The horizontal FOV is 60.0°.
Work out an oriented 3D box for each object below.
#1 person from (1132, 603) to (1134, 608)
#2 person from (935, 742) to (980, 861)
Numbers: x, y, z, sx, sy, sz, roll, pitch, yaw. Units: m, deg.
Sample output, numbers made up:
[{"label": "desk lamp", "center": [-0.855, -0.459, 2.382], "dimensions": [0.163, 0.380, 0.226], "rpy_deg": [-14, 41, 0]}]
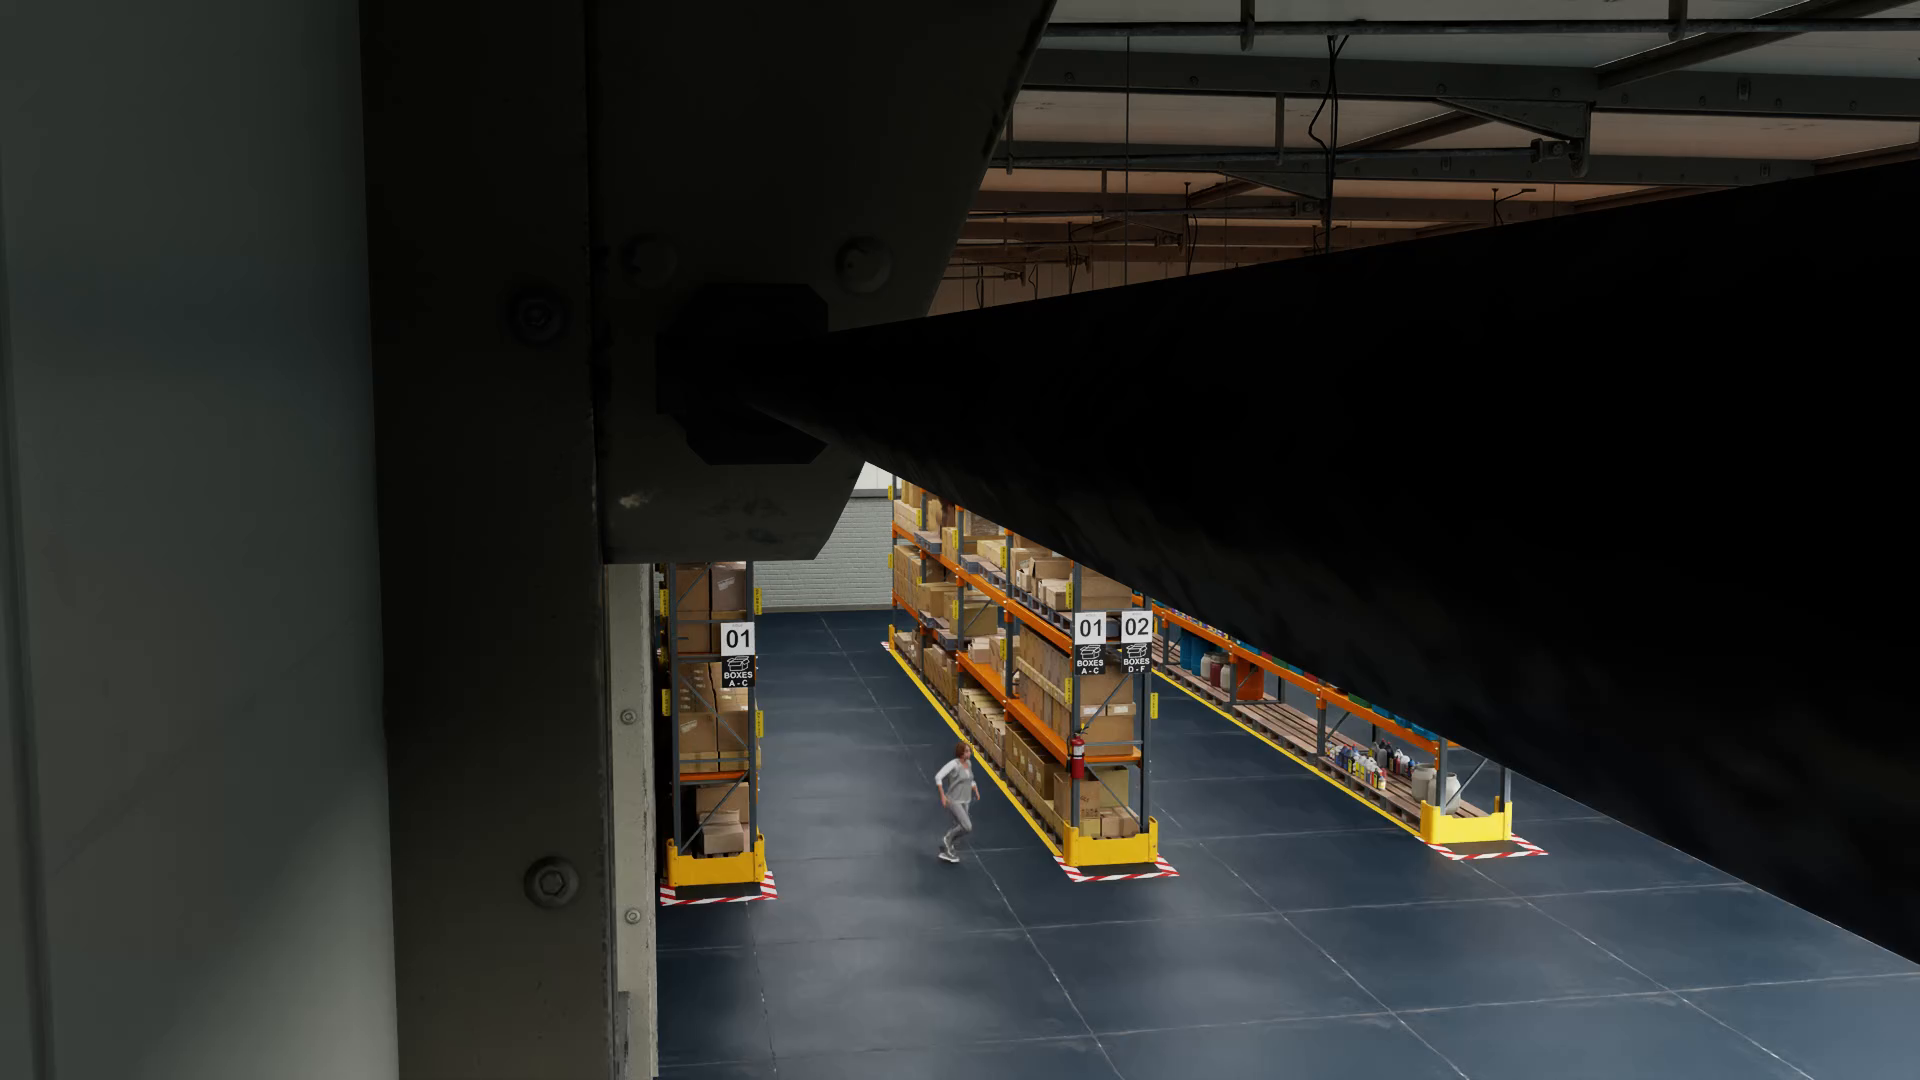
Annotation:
[{"label": "person", "center": [3.982, 1.137, 40.097], "dimensions": [0.948, 1.662, 0.648], "rpy_deg": [3, 7, 26]}, {"label": "person", "center": [-0.045, 3.301, 20.903], "dimensions": [0.549, 1.556, 0.621], "rpy_deg": [5, 8, 40]}]
